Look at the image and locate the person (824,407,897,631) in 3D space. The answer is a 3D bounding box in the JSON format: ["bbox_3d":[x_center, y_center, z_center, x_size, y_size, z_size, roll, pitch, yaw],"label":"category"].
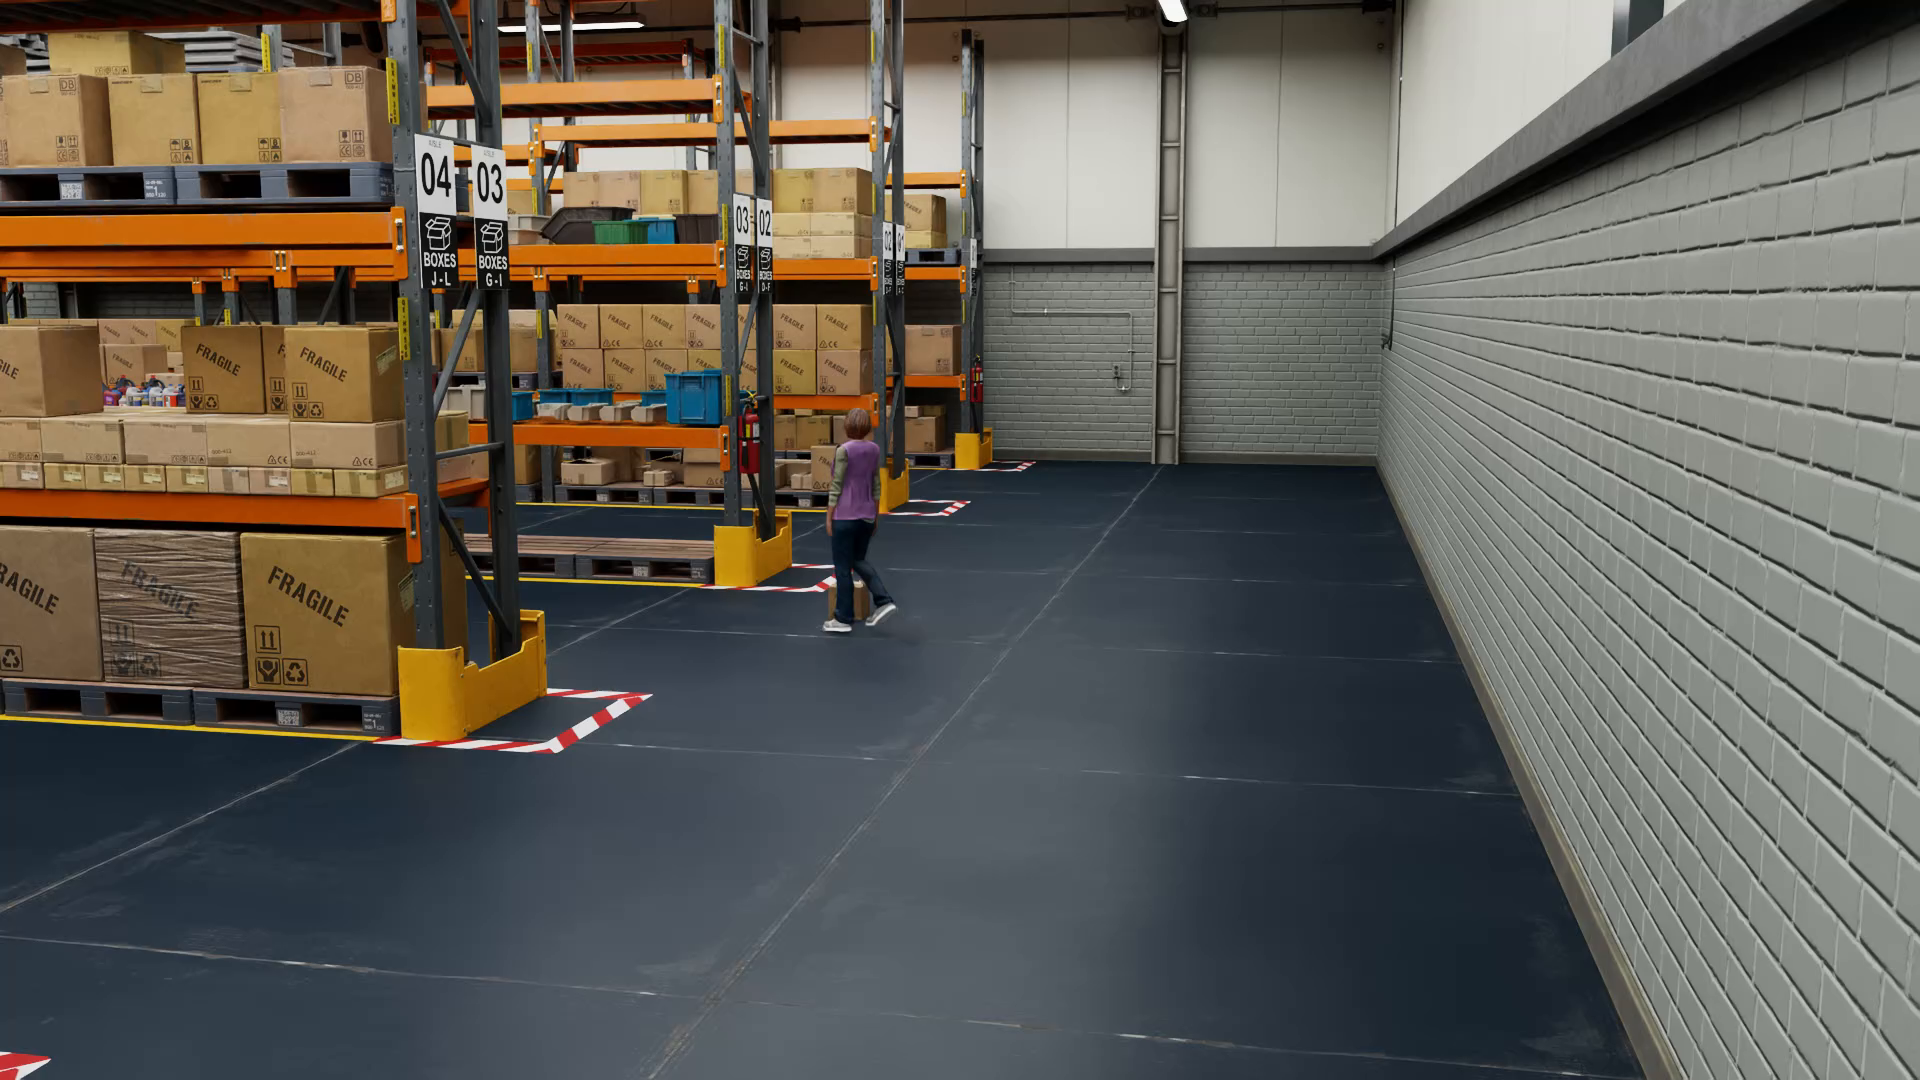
[{"bbox_3d":[-0.746,-0.136,11.756,0.497,1.599,0.424,8,11,42],"label":"person"}]
